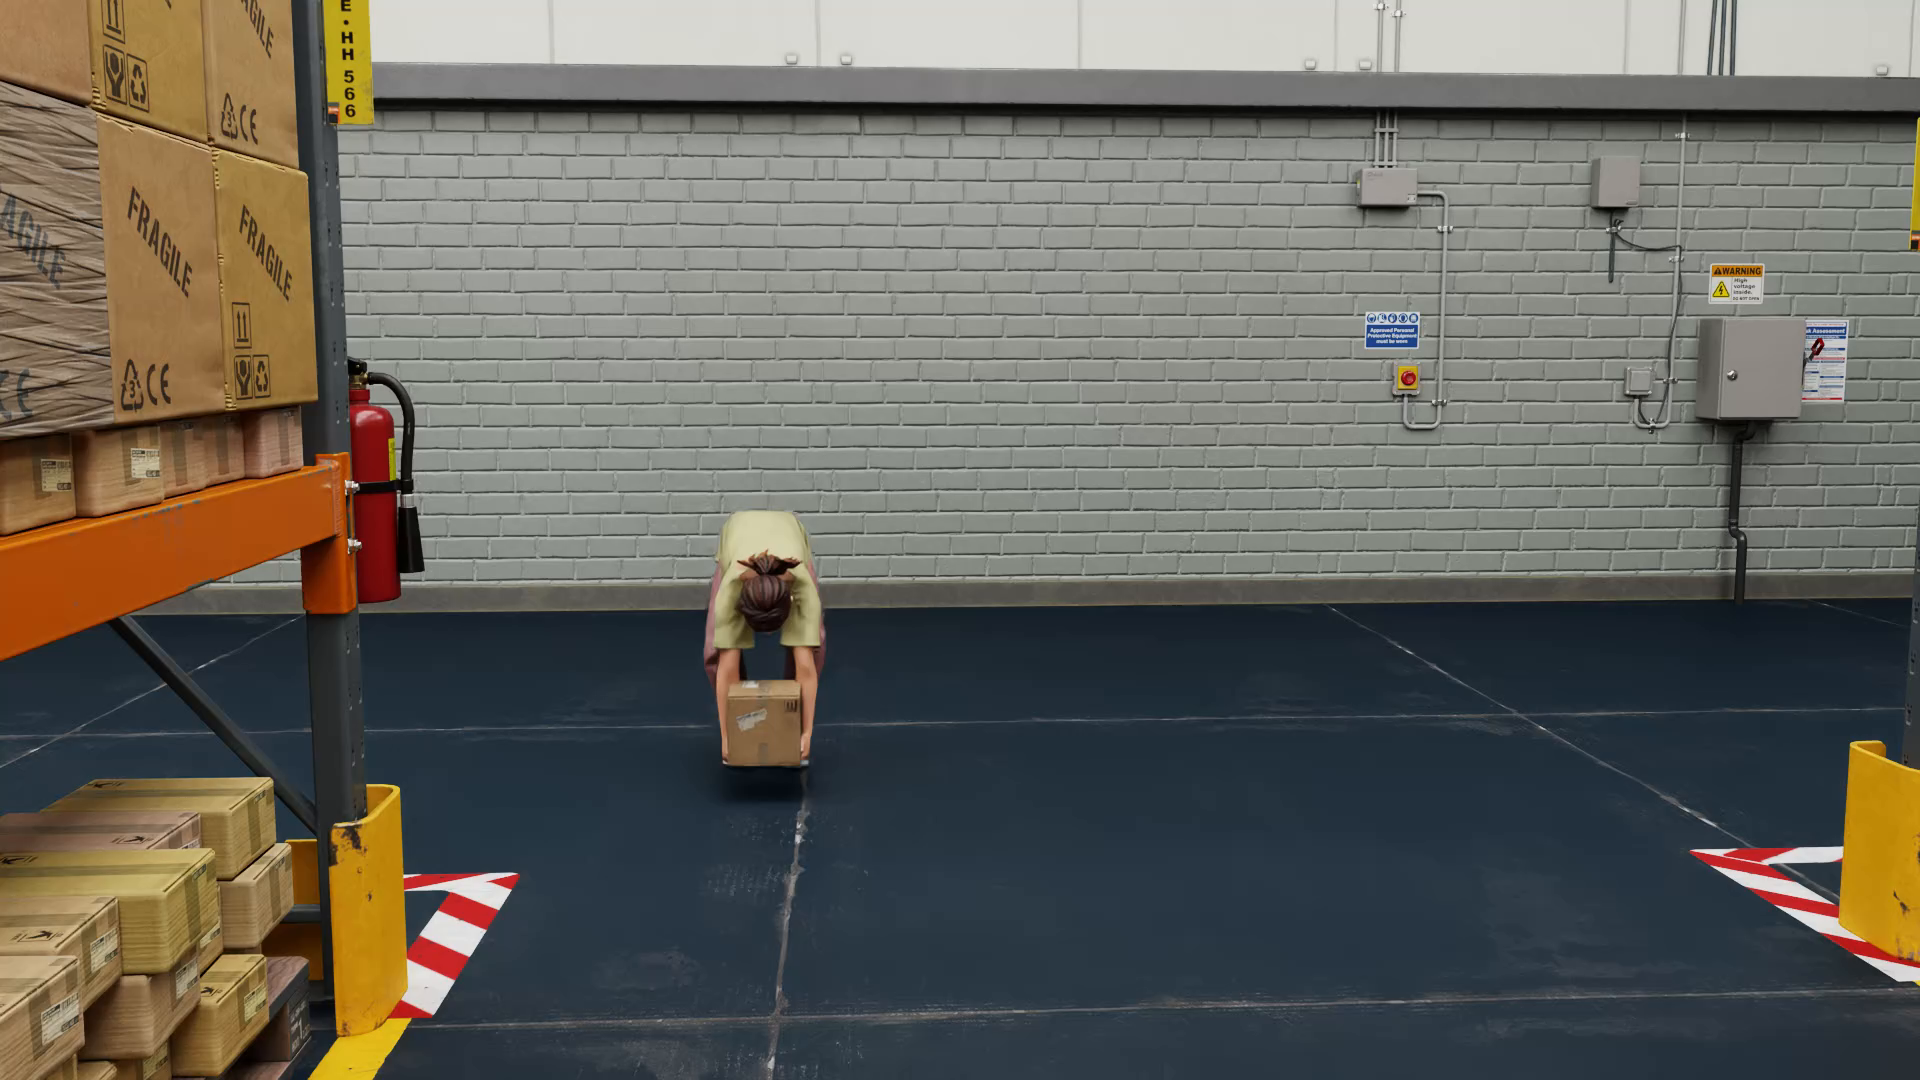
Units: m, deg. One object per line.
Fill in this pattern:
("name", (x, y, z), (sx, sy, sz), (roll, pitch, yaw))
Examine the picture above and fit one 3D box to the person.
("person", (-0.715, 0.386, 6.095), (0.450, 0.947, 0.855), (-1, 7, -6))
